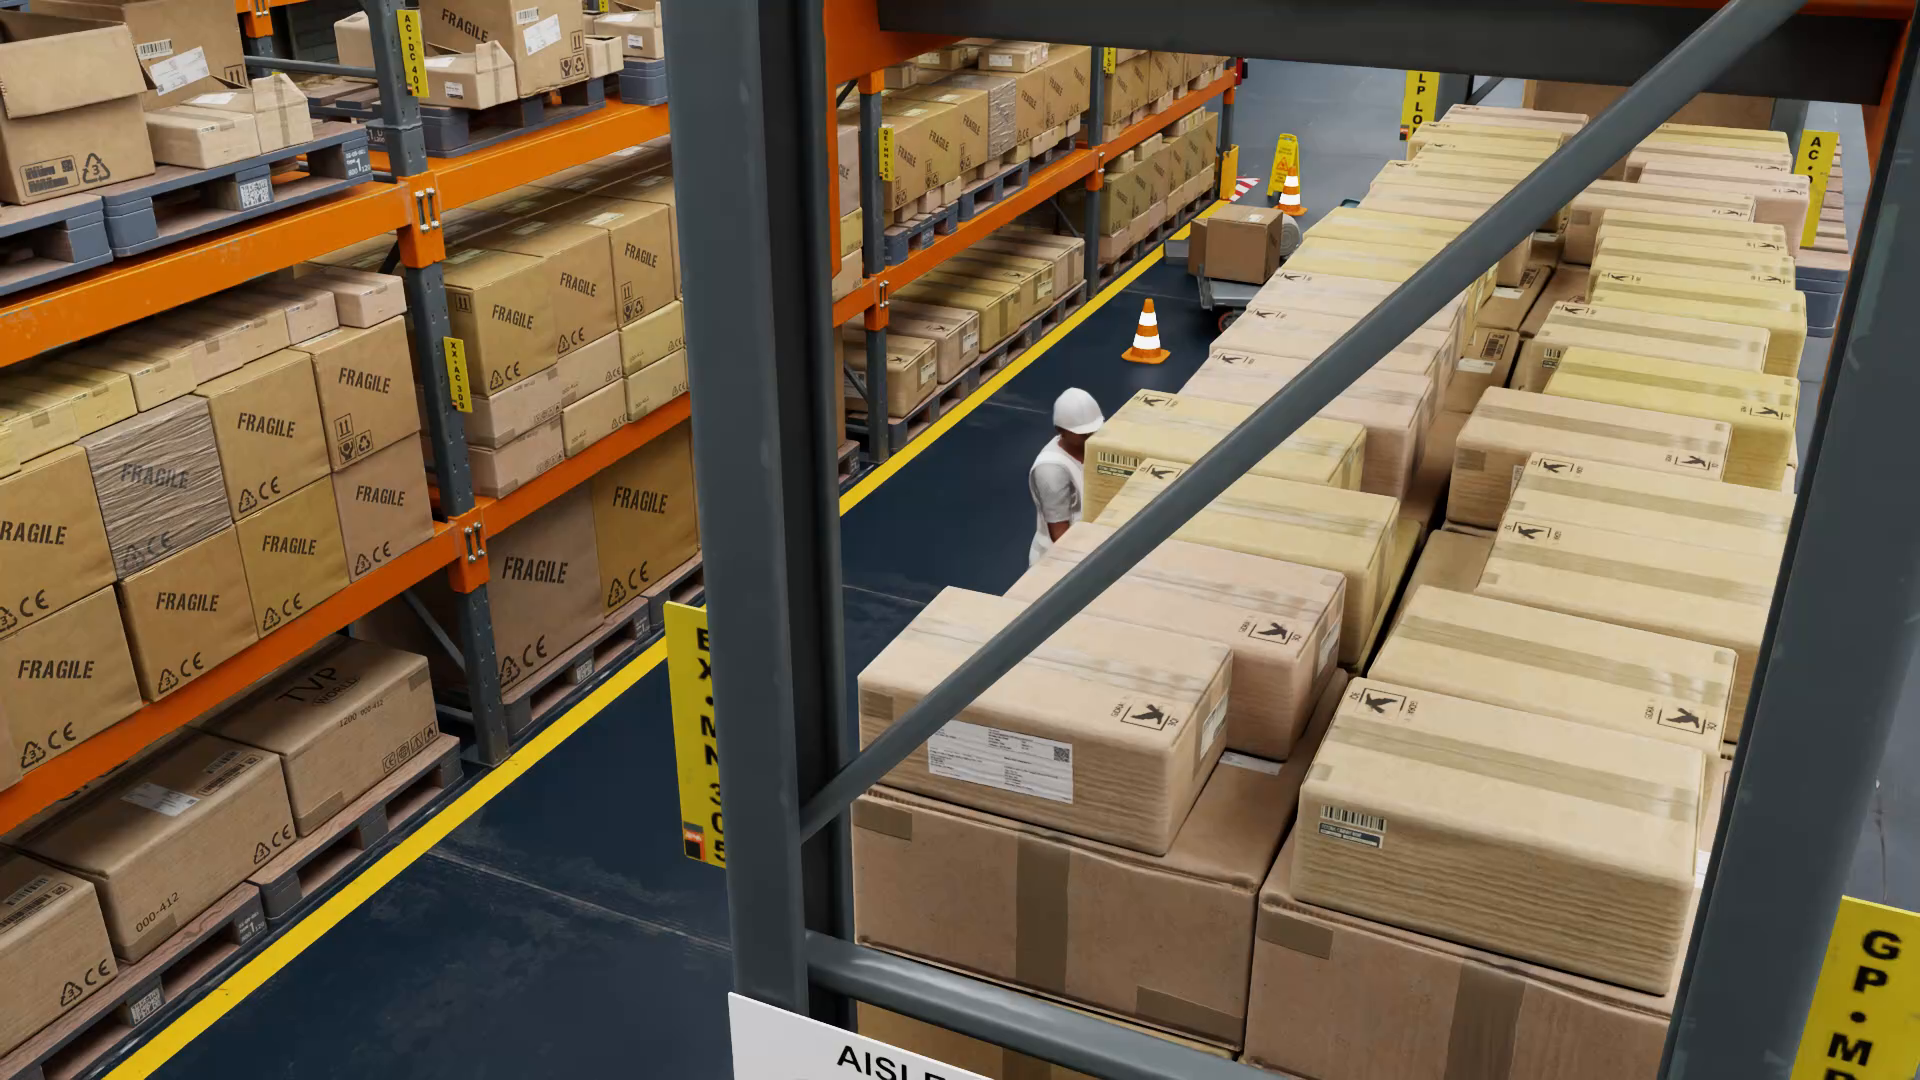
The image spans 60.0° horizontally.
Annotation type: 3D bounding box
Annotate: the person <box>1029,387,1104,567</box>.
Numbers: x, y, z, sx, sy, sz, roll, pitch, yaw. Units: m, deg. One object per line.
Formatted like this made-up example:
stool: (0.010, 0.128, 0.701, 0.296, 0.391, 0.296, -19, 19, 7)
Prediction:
person: (0.532, 0.094, 7.897, 0.795, 1.760, 0.574, 12, 28, 23)
